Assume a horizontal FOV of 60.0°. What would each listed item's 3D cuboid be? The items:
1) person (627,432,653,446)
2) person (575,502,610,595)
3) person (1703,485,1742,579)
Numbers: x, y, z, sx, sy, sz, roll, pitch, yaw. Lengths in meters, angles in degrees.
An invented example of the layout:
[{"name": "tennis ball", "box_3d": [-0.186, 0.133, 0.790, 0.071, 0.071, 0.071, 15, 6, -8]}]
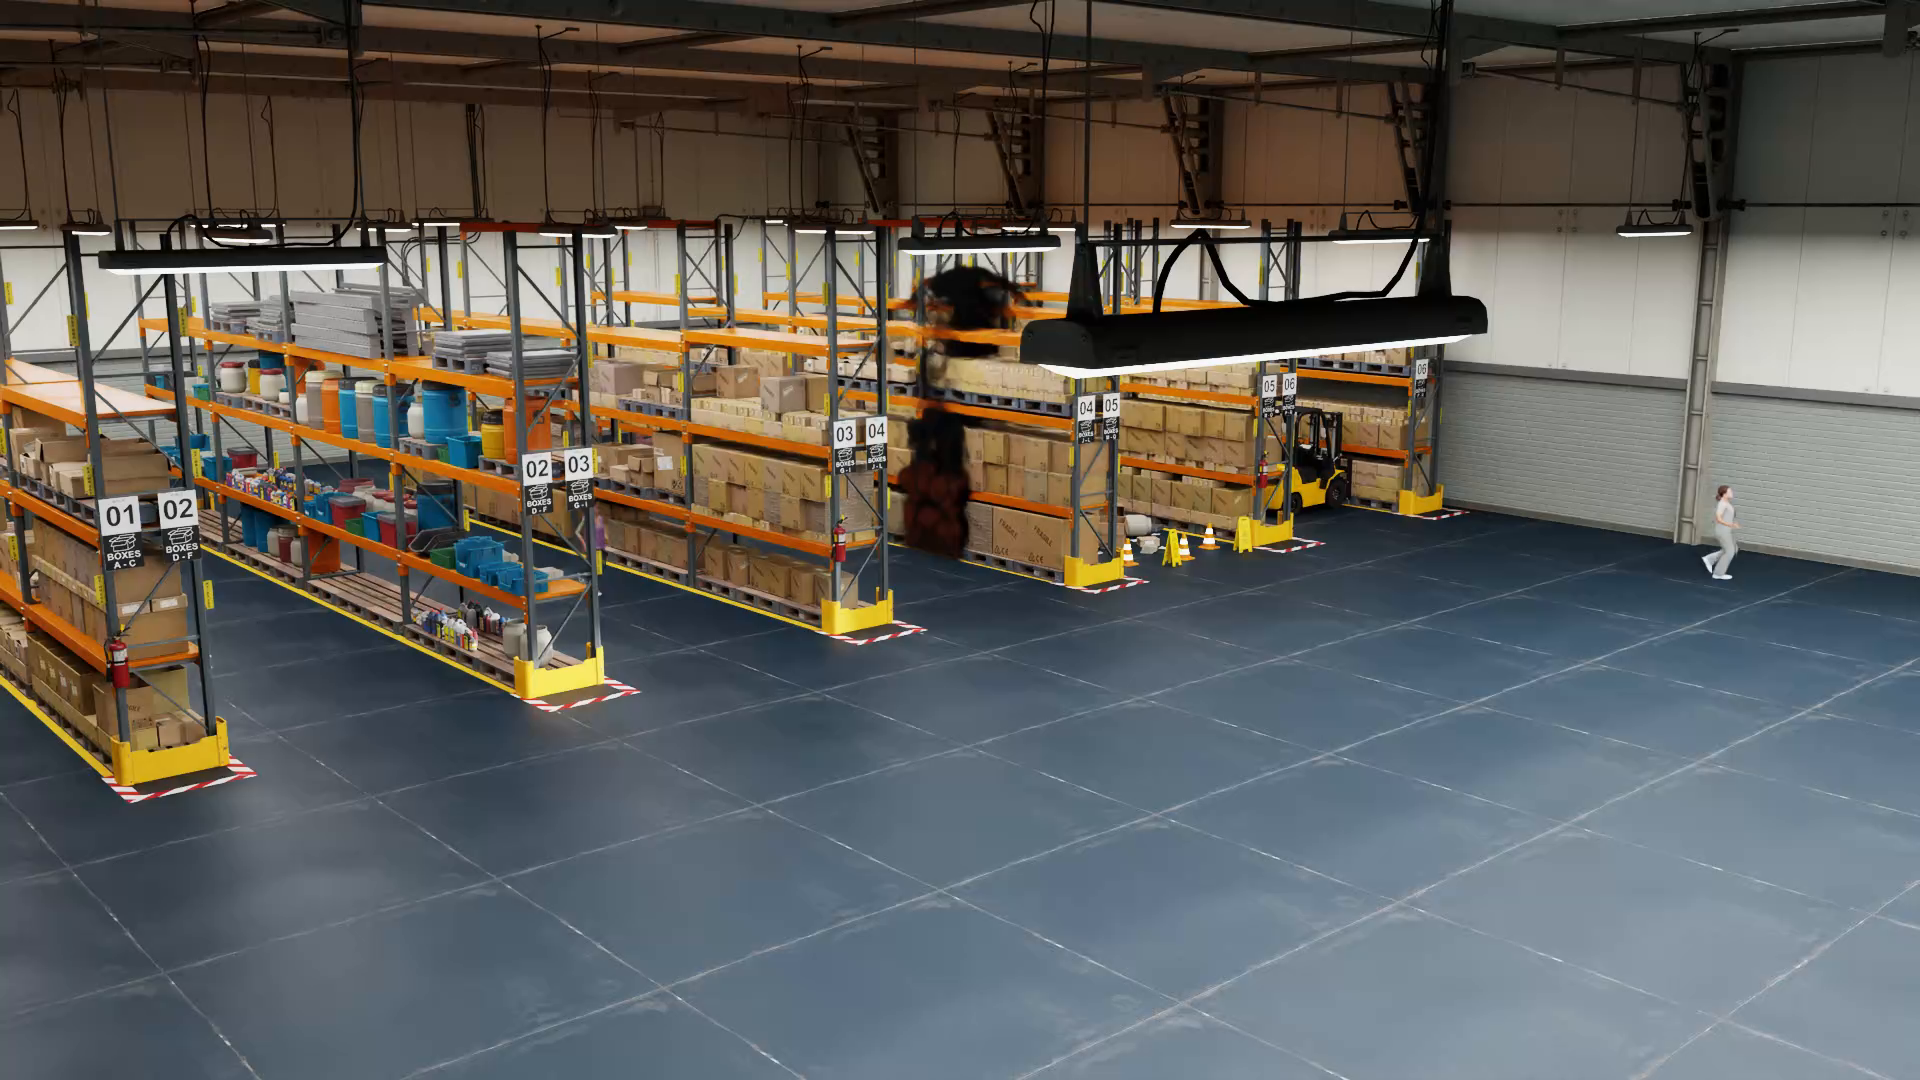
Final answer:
[{"name": "person", "box_3d": [-8.071, -2.810, 41.784, 0.588, 1.654, 0.870, 11, 16, 42]}, {"name": "person", "box_3d": [-5.947, 0.149, 27.200, 0.534, 1.558, 0.529, 7, 14, 32]}, {"name": "person", "box_3d": [13.046, -0.135, 28.422, 0.585, 1.620, 0.561, 7, 13, 30]}]
